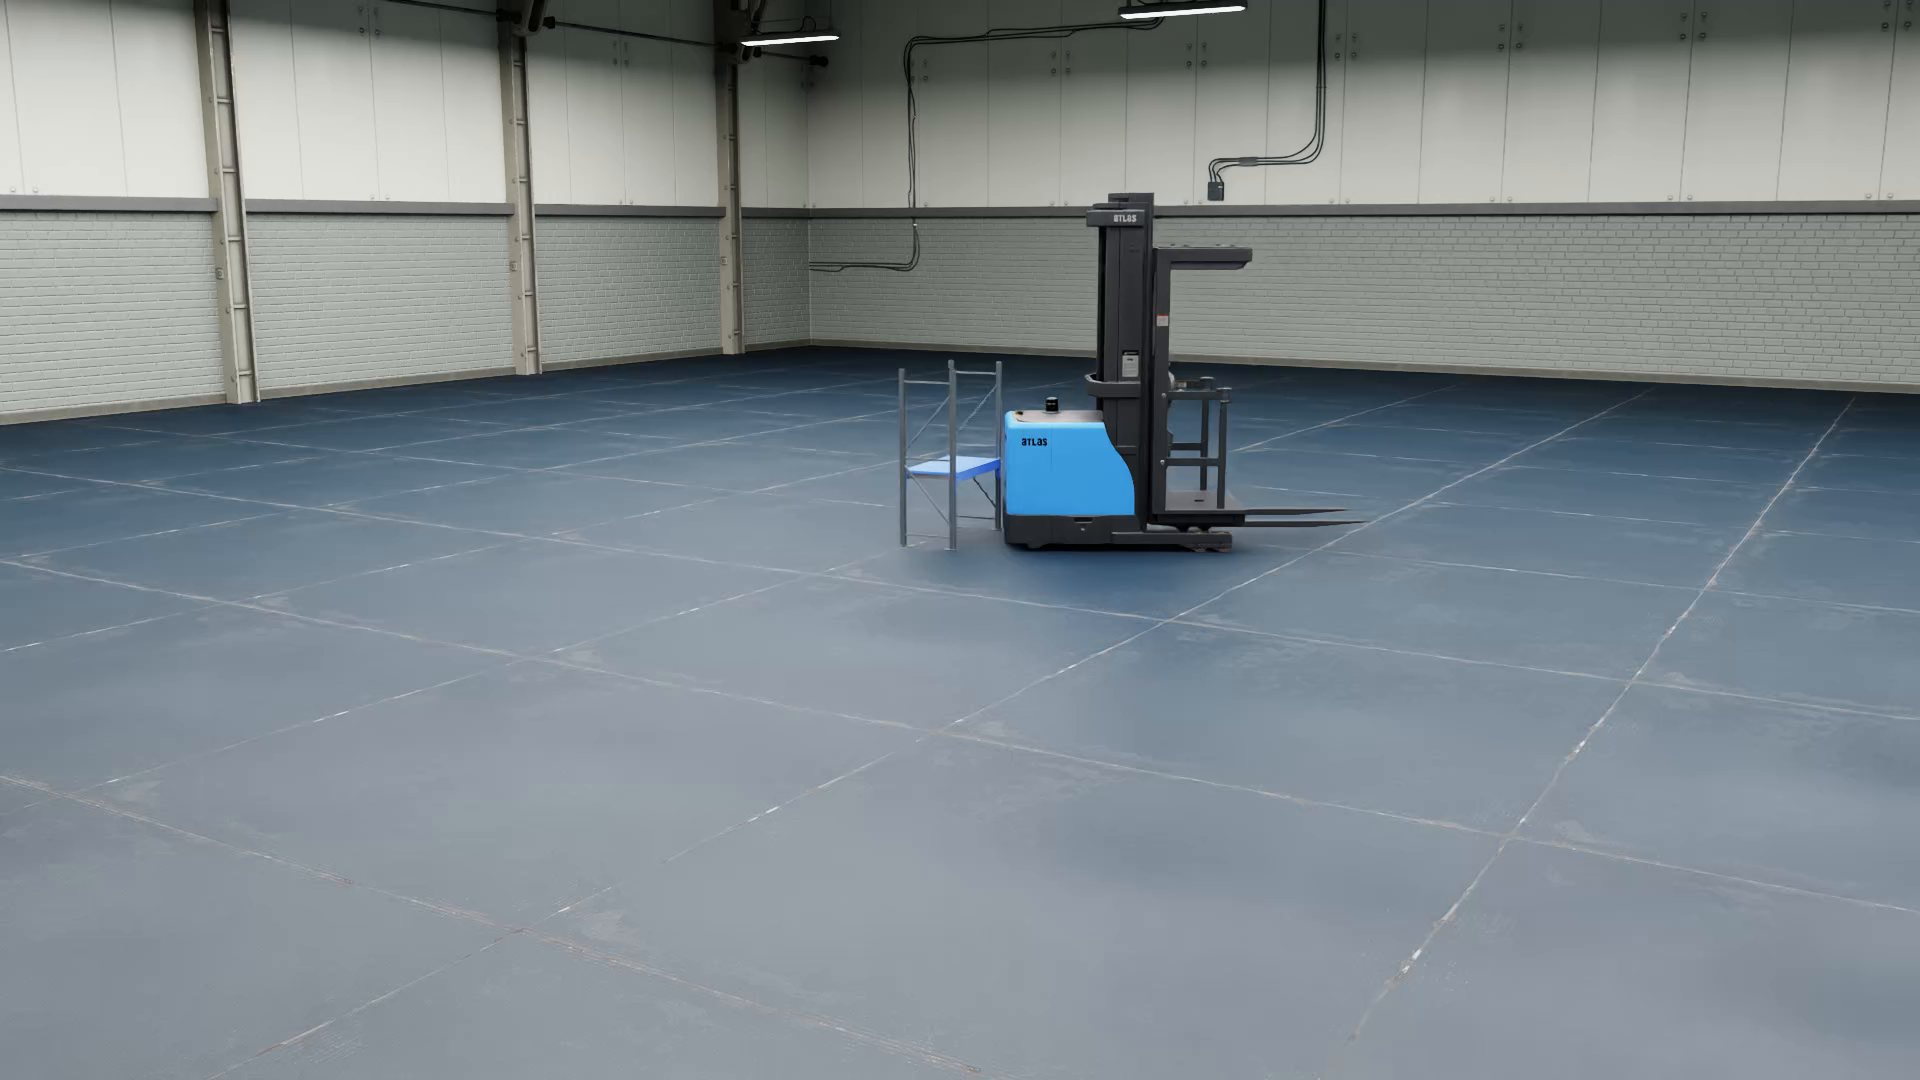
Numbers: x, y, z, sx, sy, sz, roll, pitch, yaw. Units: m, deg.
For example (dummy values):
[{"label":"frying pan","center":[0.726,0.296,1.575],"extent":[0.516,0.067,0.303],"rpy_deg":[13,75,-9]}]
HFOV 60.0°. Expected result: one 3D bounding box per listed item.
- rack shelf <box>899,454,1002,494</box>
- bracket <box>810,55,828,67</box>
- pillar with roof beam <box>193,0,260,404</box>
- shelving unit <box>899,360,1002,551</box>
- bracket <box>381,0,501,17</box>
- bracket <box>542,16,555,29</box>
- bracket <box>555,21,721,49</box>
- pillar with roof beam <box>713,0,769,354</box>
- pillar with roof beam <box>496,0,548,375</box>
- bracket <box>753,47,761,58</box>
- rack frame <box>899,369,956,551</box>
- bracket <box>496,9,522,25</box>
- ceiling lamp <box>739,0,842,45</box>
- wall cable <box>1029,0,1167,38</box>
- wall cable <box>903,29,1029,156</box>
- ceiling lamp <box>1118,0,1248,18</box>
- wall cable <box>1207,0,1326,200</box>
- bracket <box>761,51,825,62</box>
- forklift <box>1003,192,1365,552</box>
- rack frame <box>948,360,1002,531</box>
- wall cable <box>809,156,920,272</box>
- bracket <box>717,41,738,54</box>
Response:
[{"label":"rack shelf","center":[-0.070,-0.575,14.343],"extent":[0.538,0.185,1.000],"rpy_deg":[5,12,23]},{"label":"bracket","center":[-3.137,-10.622,36.868],"extent":[0.235,0.232,0.430],"rpy_deg":[6,12,31]},{"label":"pillar with roof beam","center":[-7.437,-6.150,22.763],"extent":[9.100,9.000,0.400],"rpy_deg":[6,12,31]},{"label":"shelving unit","center":[-0.070,-0.752,14.310],"extent":[0.538,1.500,1.048],"rpy_deg":[5,12,23]},{"label":"bracket","center":[-9.251,-8.770,26.975],"extent":[0.076,0.066,4.783],"rpy_deg":[6,12,31]},{"label":"bracket","center":[-7.482,-9.305,29.837],"extent":[0.235,0.232,0.430],"rpy_deg":[6,12,31]},{"label":"bracket","center":[-6.136,-9.713,32.016],"extent":[0.076,0.066,4.783],"rpy_deg":[6,12,31]},{"label":"pillar with roof beam","center":[-1.207,-8.037,32.844],"extent":[9.100,9.000,0.548],"rpy_deg":[6,12,31]},{"label":"pillar with roof beam","center":[-4.322,-7.093,27.804],"extent":[9.100,9.000,0.548],"rpy_deg":[6,12,31]},{"label":"bracket","center":[-4.367,-10.249,34.877],"extent":[0.235,0.232,0.430],"rpy_deg":[6,12,31]},{"label":"rack frame","center":[-0.271,-0.666,13.851],"extent":[0.500,1.500,0.032],"rpy_deg":[5,12,23]},{"label":"bracket","center":[-7.913,-9.175,29.140],"extent":[0.235,0.232,0.430],"rpy_deg":[6,12,31]},{"label":"ceiling lamp","center":[-2.833,-10.256,28.834],"extent":[2.000,3.185,0.800],"rpy_deg":[6,12,31]},{"label":"wall cable","center":[2.731,-11.423,33.284],"extent":[3.097,2.526,0.112],"rpy_deg":[6,12,31]},{"label":"wall cable","center":[0.086,-9.483,35.281],"extent":[3.097,2.526,0.112],"rpy_deg":[6,12,31]},{"label":"ceiling lamp","center":[3.483,-9.550,25.063],"extent":[2.000,3.185,0.800],"rpy_deg":[6,12,31]},{"label":"wall cable","center":[5.879,-9.547,31.670],"extent":[2.305,6.003,0.169],"rpy_deg":[6,12,31]},{"label":"bracket","center":[-3.443,-10.529,36.372],"extent":[0.076,0.066,3.189],"rpy_deg":[6,12,31]},{"label":"forklift","center":[1.897,-1.438,14.084],"extent":[3.031,2.935,1.130],"rpy_deg":[0,11,0]},{"label":"rack frame","center":[0.131,-0.838,14.769],"extent":[0.500,1.500,0.032],"rpy_deg":[5,12,23]},{"label":"wall cable","center":[-2.226,-7.259,37.127],"extent":[3.097,2.526,0.112],"rpy_deg":[6,12,31]},{"label":"bracket","center":[-4.798,-10.118,34.180],"extent":[0.235,0.232,0.430],"rpy_deg":[6,12,31]}]
